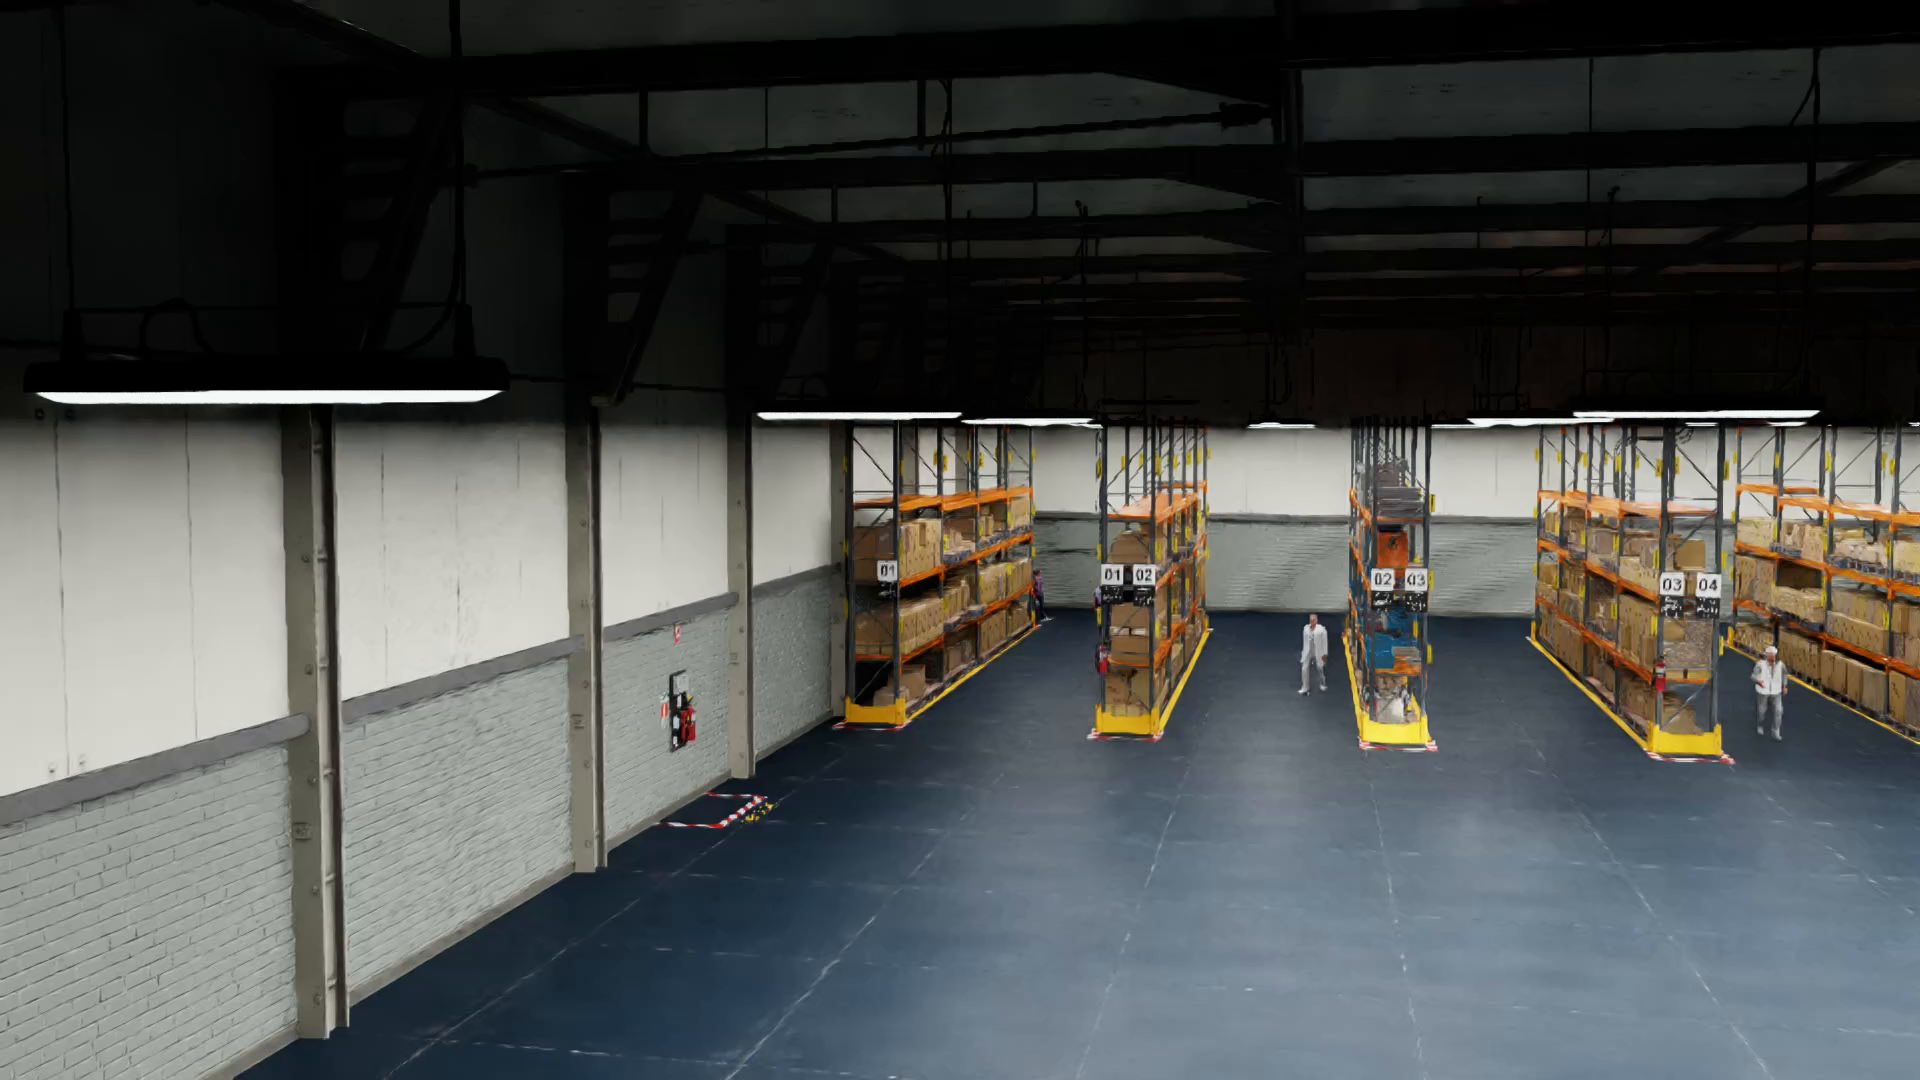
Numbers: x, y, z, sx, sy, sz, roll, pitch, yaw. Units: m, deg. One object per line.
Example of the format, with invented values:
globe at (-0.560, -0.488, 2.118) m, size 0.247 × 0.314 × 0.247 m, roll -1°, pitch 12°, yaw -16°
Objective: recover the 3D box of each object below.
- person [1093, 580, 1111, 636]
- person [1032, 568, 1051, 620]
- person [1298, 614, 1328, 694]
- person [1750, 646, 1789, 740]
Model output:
person at (3.946, 1.850, 46.212) m, size 0.479 × 1.567 × 1.090 m, roll 1°, pitch 4°, yaw 14°
person at (2.340, 1.611, 49.559) m, size 0.580 × 1.571 × 0.531 m, roll -3°, pitch 5°, yaw -41°
person at (7.698, 2.452, 36.060) m, size 0.616 × 1.734 × 1.012 m, roll 2°, pitch 4°, yaw 27°
person at (15.062, 2.806, 30.950) m, size 0.680 × 1.709 × 0.866 m, roll 1°, pitch 4°, yaw 17°
